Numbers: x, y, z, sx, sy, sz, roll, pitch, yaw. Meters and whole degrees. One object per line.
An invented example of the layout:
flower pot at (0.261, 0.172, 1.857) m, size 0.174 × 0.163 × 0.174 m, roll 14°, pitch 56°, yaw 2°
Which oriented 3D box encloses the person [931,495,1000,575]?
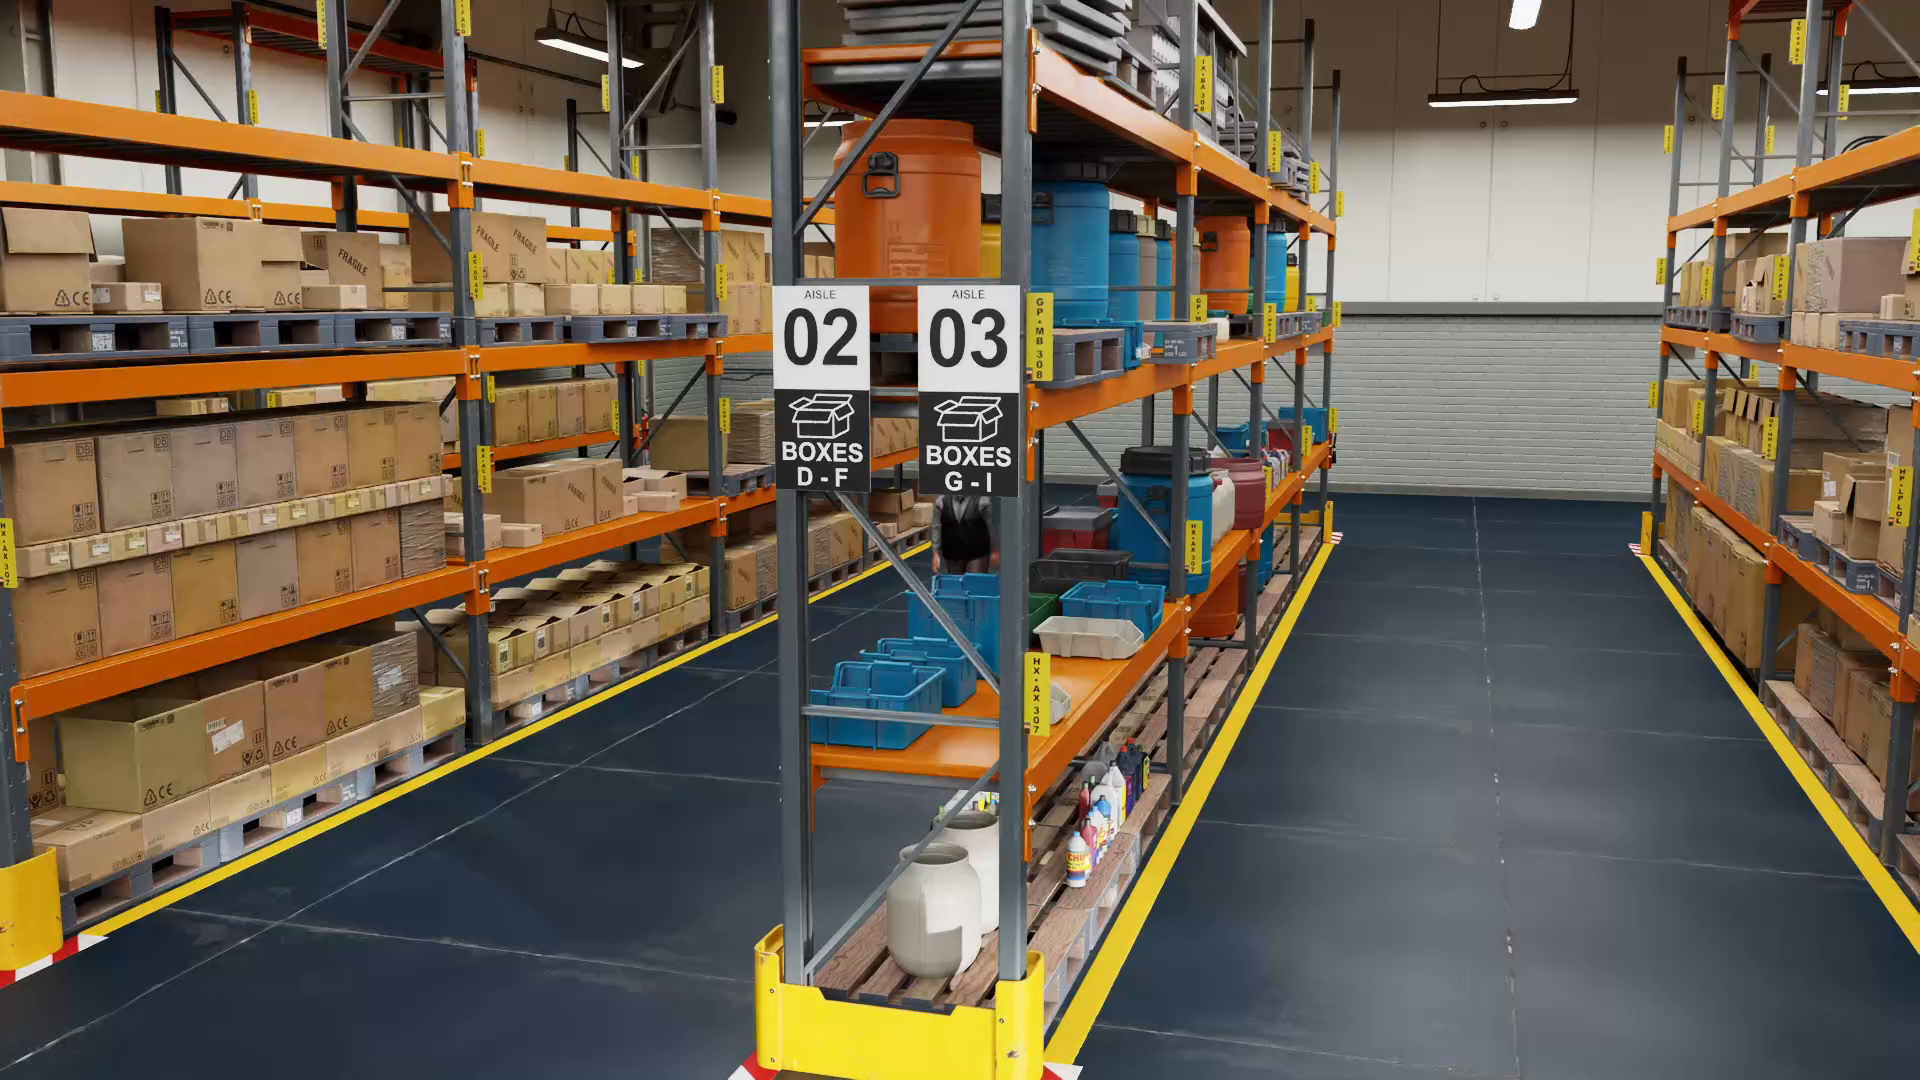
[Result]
person at (0.019, 0.159, 14.739) m, size 0.567 × 1.665 × 0.971 m, roll 3°, pitch 9°, yaw 20°
